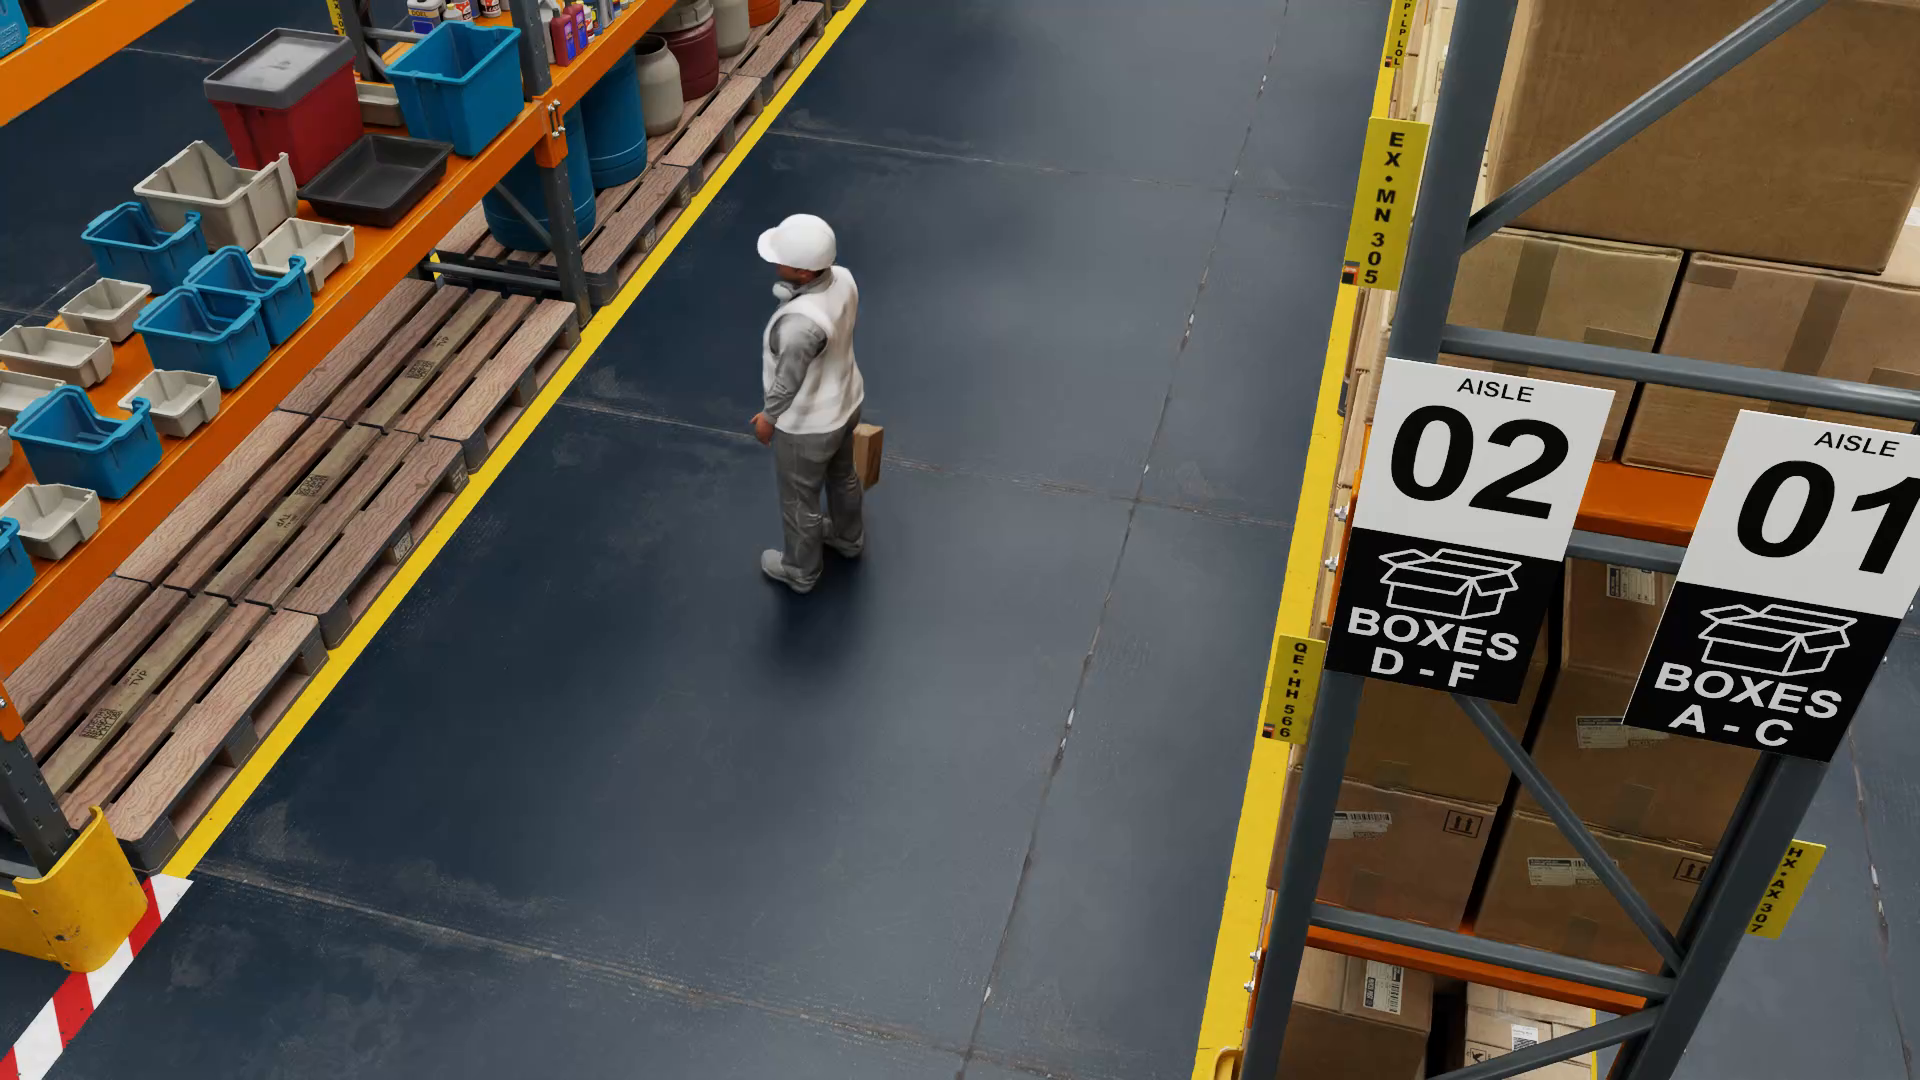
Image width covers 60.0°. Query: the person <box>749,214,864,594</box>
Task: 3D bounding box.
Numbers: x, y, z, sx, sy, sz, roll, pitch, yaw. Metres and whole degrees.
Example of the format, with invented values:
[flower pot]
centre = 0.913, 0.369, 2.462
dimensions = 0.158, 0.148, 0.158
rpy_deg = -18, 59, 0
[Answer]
[person]
centre = -0.627, -0.555, 6.752
dimensions = 0.475, 1.778, 0.566
rpy_deg = 13, 42, 14
